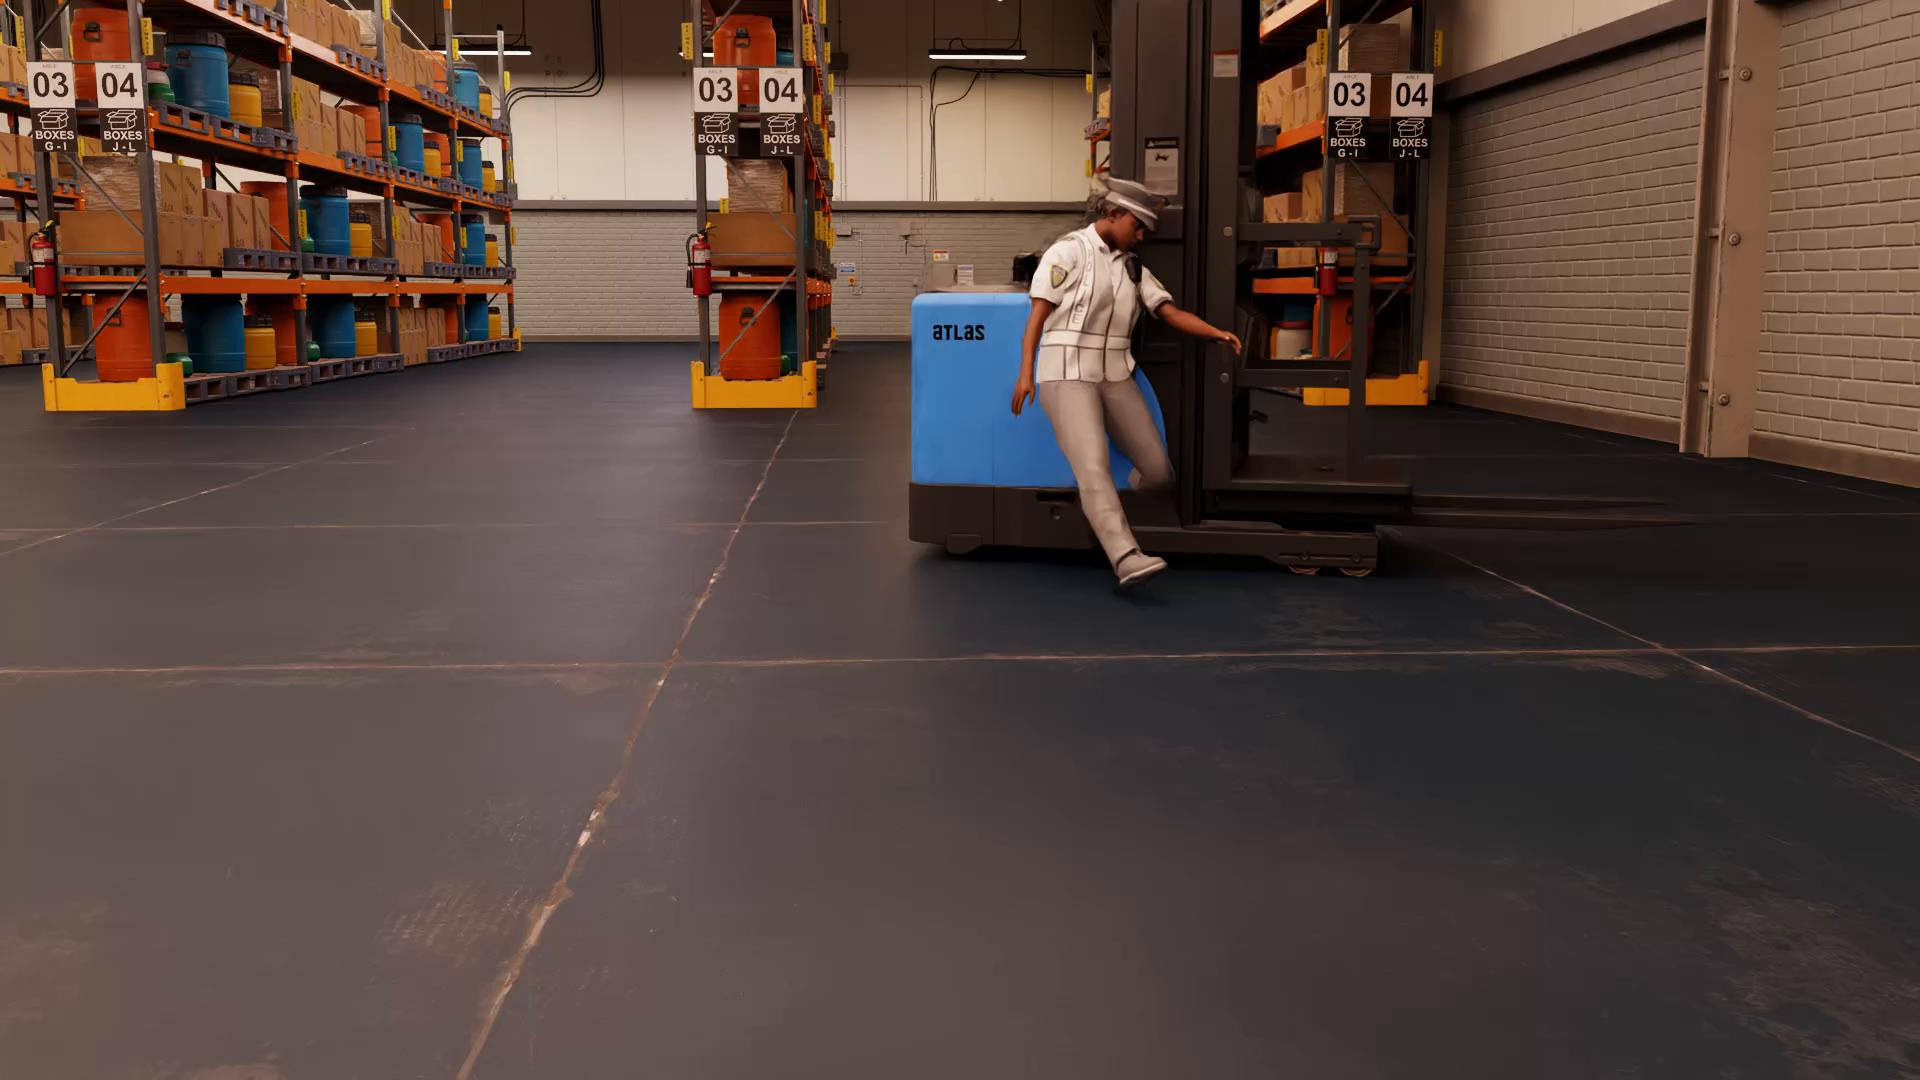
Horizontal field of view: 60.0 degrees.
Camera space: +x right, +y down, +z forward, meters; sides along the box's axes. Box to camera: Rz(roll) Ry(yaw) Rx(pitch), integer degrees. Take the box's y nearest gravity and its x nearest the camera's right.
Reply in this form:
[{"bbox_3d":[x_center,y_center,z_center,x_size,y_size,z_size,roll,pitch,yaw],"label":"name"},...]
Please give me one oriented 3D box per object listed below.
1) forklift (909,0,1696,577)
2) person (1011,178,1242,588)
[{"bbox_3d":[1.363,-1.394,6.719,3.031,2.935,1.130,2,9,13],"label":"forklift"},{"bbox_3d":[0.616,-0.601,6.149,0.827,1.467,1.042,-5,10,-31],"label":"person"}]
